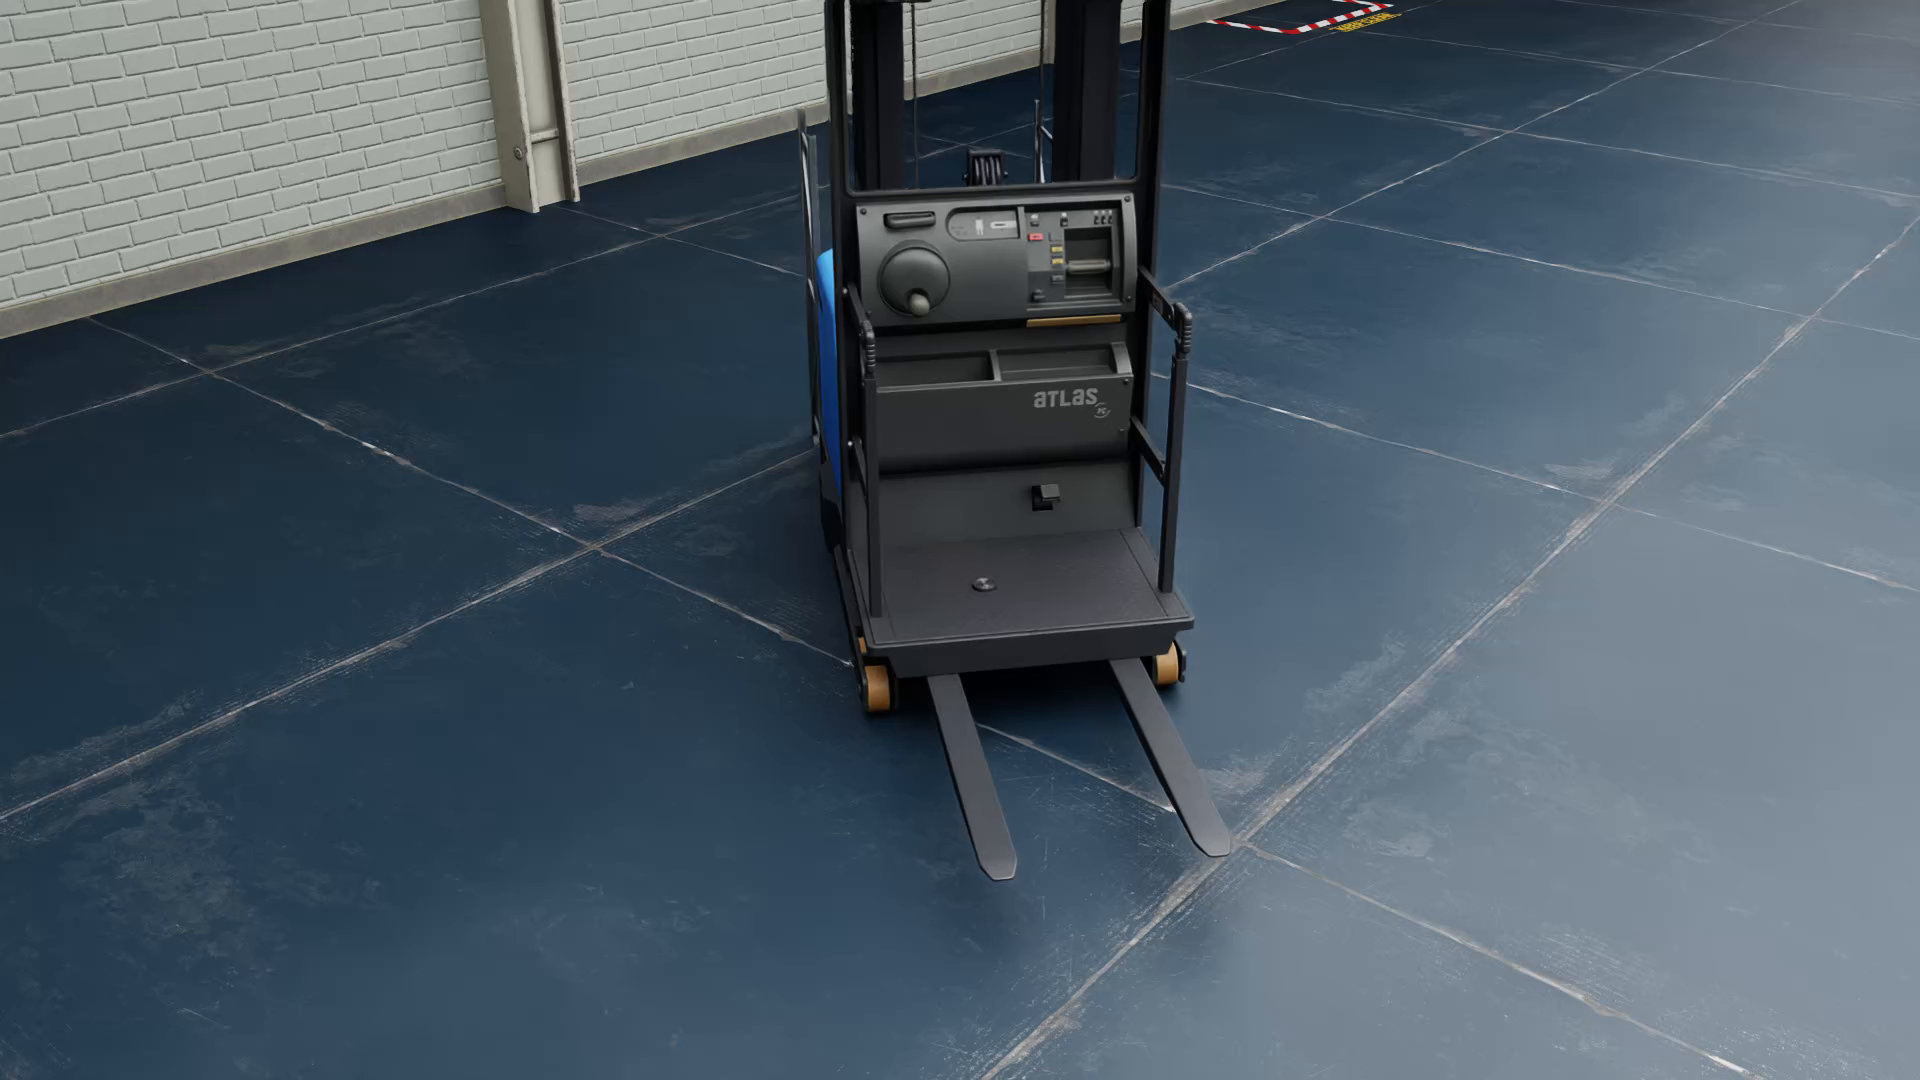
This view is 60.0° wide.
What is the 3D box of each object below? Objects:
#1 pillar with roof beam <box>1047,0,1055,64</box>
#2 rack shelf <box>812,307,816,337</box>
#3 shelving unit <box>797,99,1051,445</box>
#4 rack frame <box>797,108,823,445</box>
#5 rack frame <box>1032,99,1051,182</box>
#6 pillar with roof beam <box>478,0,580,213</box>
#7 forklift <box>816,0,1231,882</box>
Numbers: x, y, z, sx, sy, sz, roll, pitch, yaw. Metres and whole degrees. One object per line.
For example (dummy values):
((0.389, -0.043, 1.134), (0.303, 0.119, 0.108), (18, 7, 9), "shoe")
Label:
((4.350, -7.121, 10.722), (9.100, 9.000, 0.400), (21, 34, 34), "pillar with roof beam")
((-0.126, -0.918, 7.284), (1.000, 0.185, 0.538), (-5, 28, -9), "rack shelf")
((-0.126, -1.078, 7.202), (1.048, 1.500, 0.538), (-5, 28, -9), "shelving unit")
((-0.627, -1.038, 7.124), (0.032, 1.500, 0.500), (-5, 28, -9), "rack frame")
((0.375, -1.119, 7.280), (0.032, 1.500, 0.500), (-5, 28, -9), "rack frame")
((0.533, -4.994, 6.610), (9.100, 9.000, 0.400), (21, 34, 34), "pillar with roof beam")
((0.163, -0.896, 5.293), (1.130, 2.935, 3.031), (-4, 28, -9), "forklift")
